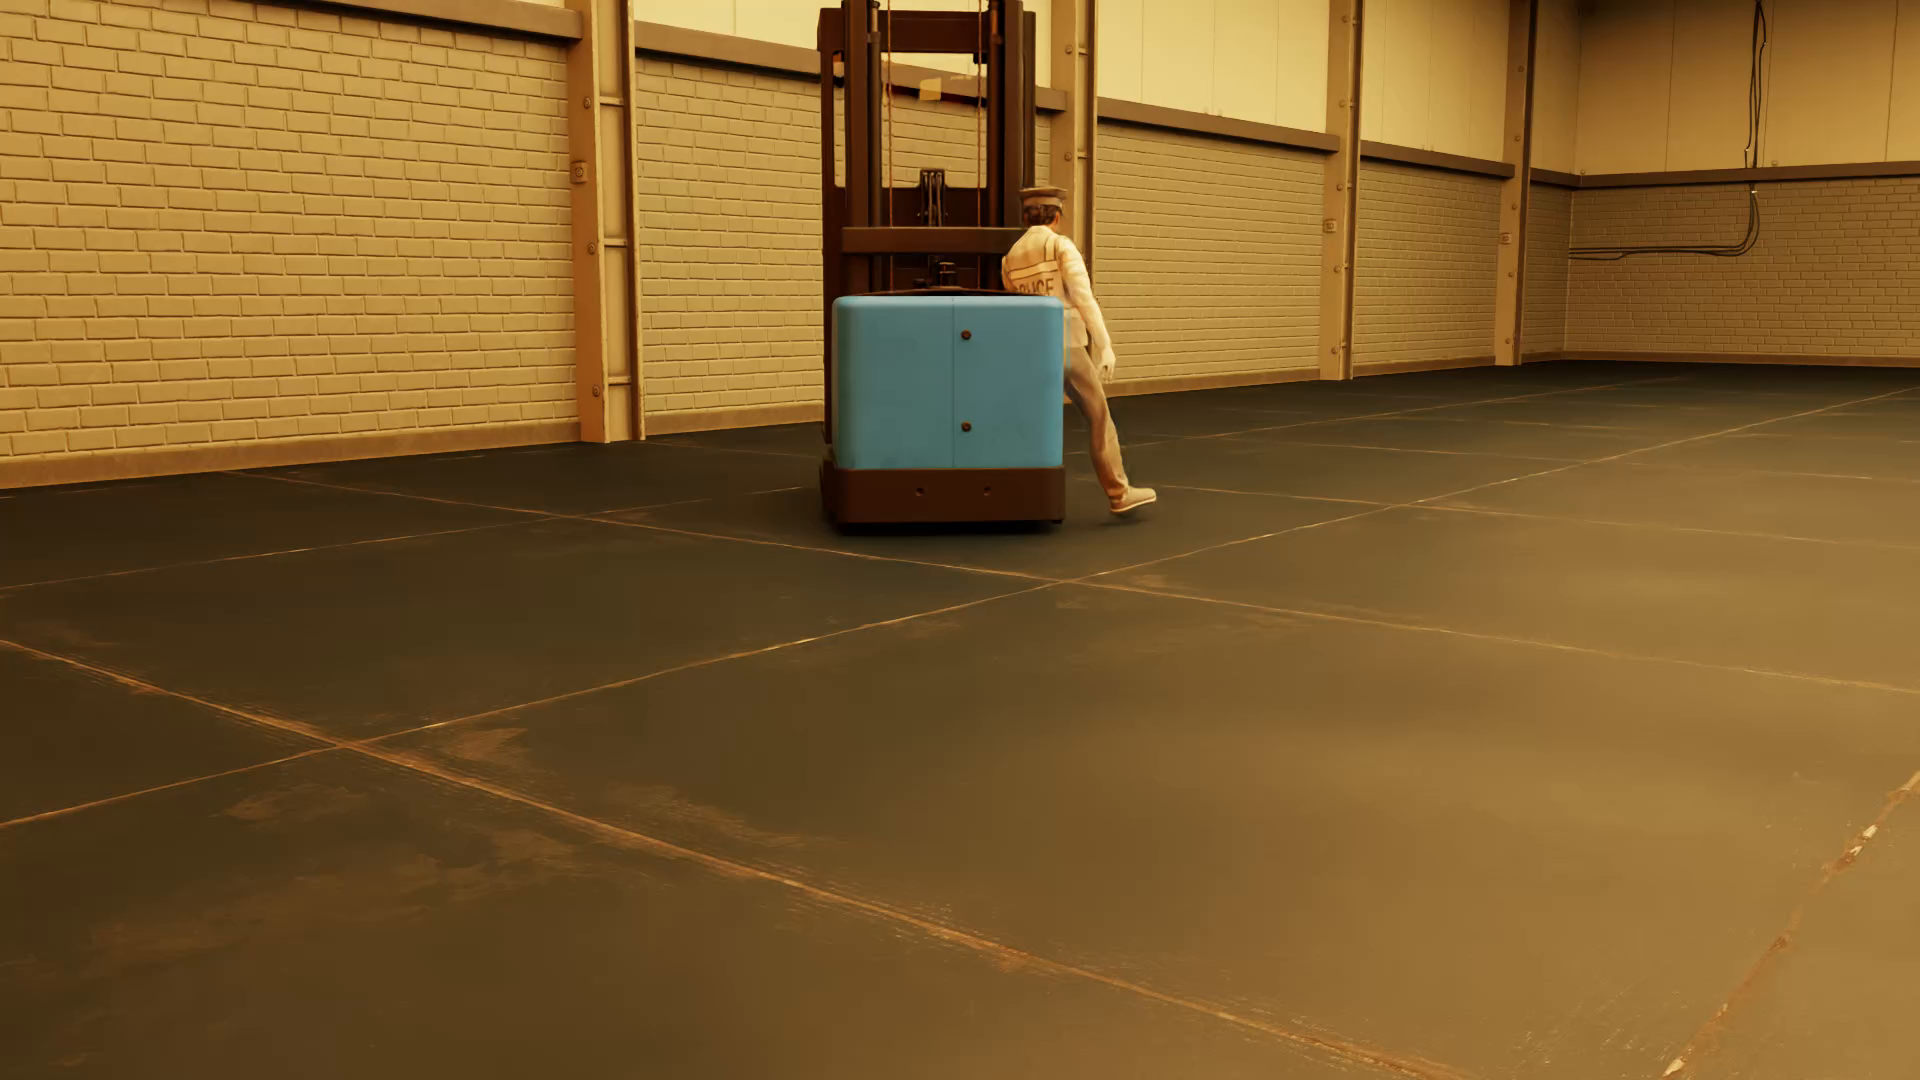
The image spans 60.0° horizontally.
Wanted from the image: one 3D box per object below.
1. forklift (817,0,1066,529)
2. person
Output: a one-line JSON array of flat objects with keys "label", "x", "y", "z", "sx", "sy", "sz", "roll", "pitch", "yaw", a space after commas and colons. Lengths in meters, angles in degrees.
[{"label": "forklift", "x": -0.187, "y": -1.679, "z": 8.757, "sx": 1.130, "sy": 2.935, "sz": 3.031, "roll": -1, "pitch": 8, "yaw": -6}, {"label": "person", "x": 0.506, "y": -0.896, "z": 7.985, "sx": 0.729, "sy": 1.575, "sz": 0.841, "roll": 6, "pitch": 11, "yaw": 37}]
